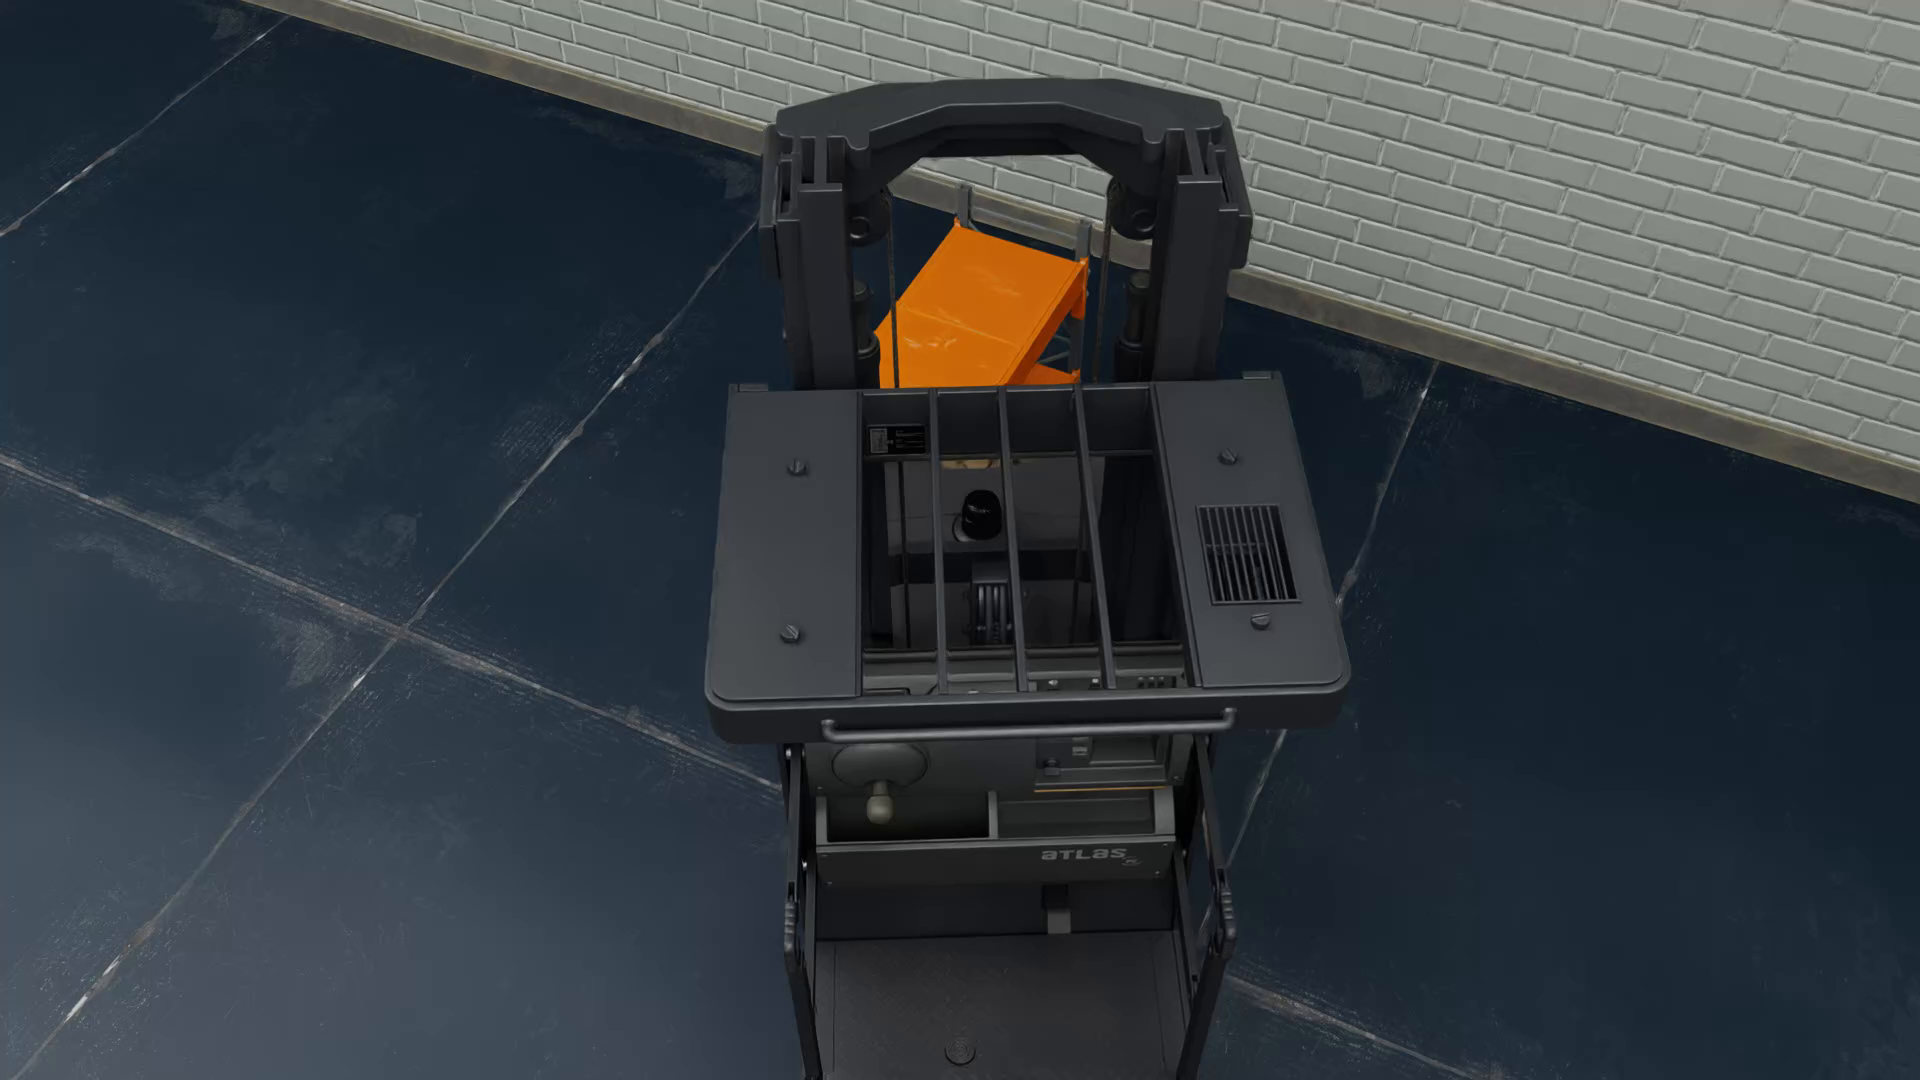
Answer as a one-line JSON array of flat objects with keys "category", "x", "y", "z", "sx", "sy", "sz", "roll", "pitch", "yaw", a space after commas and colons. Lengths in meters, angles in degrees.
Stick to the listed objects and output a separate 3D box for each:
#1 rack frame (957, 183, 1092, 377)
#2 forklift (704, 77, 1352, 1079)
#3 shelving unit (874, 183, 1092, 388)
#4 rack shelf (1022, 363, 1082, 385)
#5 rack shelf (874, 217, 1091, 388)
[{"category": "rack frame", "x": 0.222, "y": -0.796, "z": 6.189, "sx": 0.500, "sy": 1.125, "sz": 0.032, "roll": 20, "pitch": 52, "yaw": 16}, {"category": "forklift", "x": 0.101, "y": 0.580, "z": 3.832, "sx": 1.130, "sy": 2.935, "sz": 3.031, "roll": -2, "pitch": 50, "yaw": -1}, {"category": "shelving unit", "x": 0.002, "y": -0.447, "z": 5.892, "sx": 0.538, "sy": 1.125, "sz": 1.048, "roll": 20, "pitch": 52, "yaw": 16}, {"category": "rack shelf", "x": 0.002, "y": -0.288, "z": 6.078, "sx": 0.538, "sy": 0.278, "sz": 1.000, "roll": 20, "pitch": 52, "yaw": 16}, {"category": "rack shelf", "x": 0.002, "y": -0.637, "z": 5.669, "sx": 0.538, "sy": 0.278, "sz": 1.000, "roll": 20, "pitch": 52, "yaw": 16}]
